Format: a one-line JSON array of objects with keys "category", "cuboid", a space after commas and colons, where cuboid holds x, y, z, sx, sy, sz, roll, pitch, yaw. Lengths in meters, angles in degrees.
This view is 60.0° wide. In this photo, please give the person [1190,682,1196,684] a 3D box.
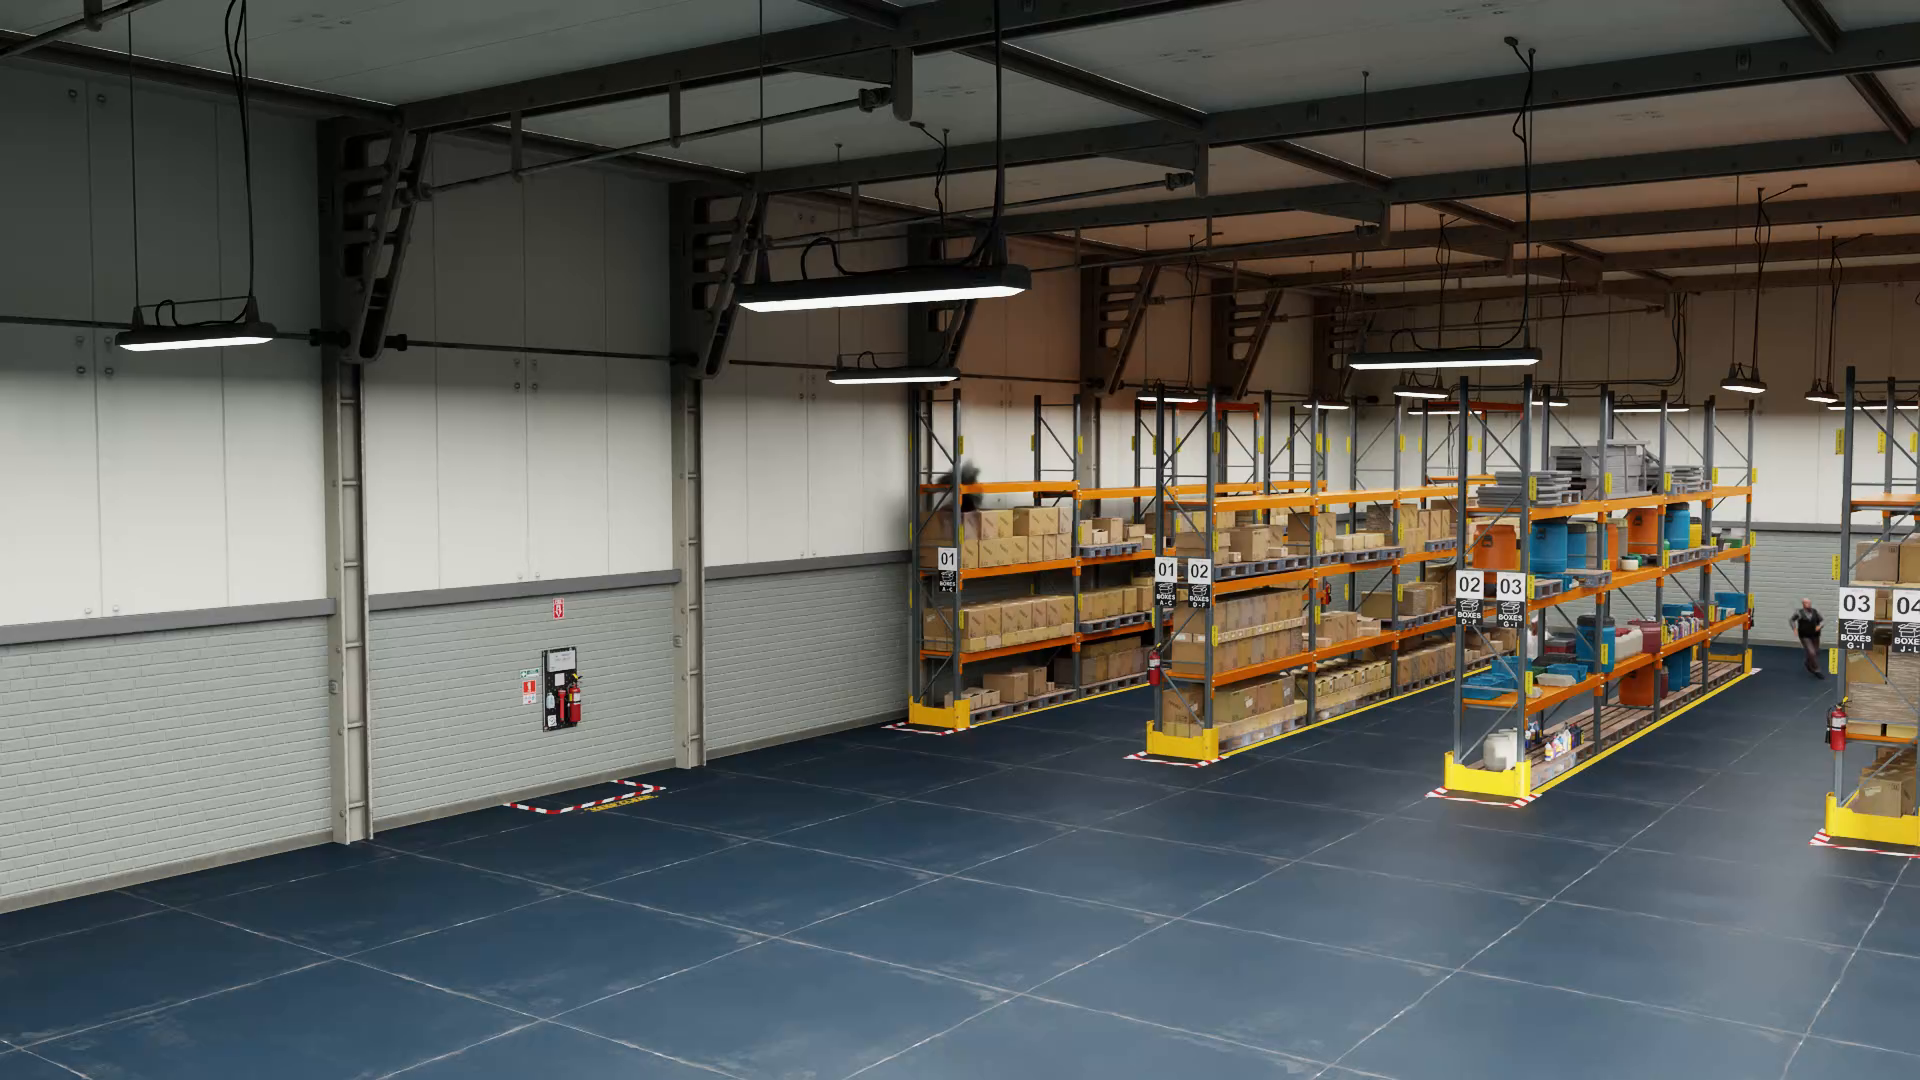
[{"category": "person", "cuboid": [4.662, 2.392, 31.825, 0.618, 1.618, 0.742, 2, 4, 37]}]

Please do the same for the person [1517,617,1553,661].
[{"category": "person", "cuboid": [10.848, 2.328, 31.321, 0.699, 1.759, 0.847, 2, 4, 32]}]

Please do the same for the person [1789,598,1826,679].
[{"category": "person", "cuboid": [18.300, 2.098, 35.881, 0.686, 1.700, 0.932, 0, 3, 7]}]
